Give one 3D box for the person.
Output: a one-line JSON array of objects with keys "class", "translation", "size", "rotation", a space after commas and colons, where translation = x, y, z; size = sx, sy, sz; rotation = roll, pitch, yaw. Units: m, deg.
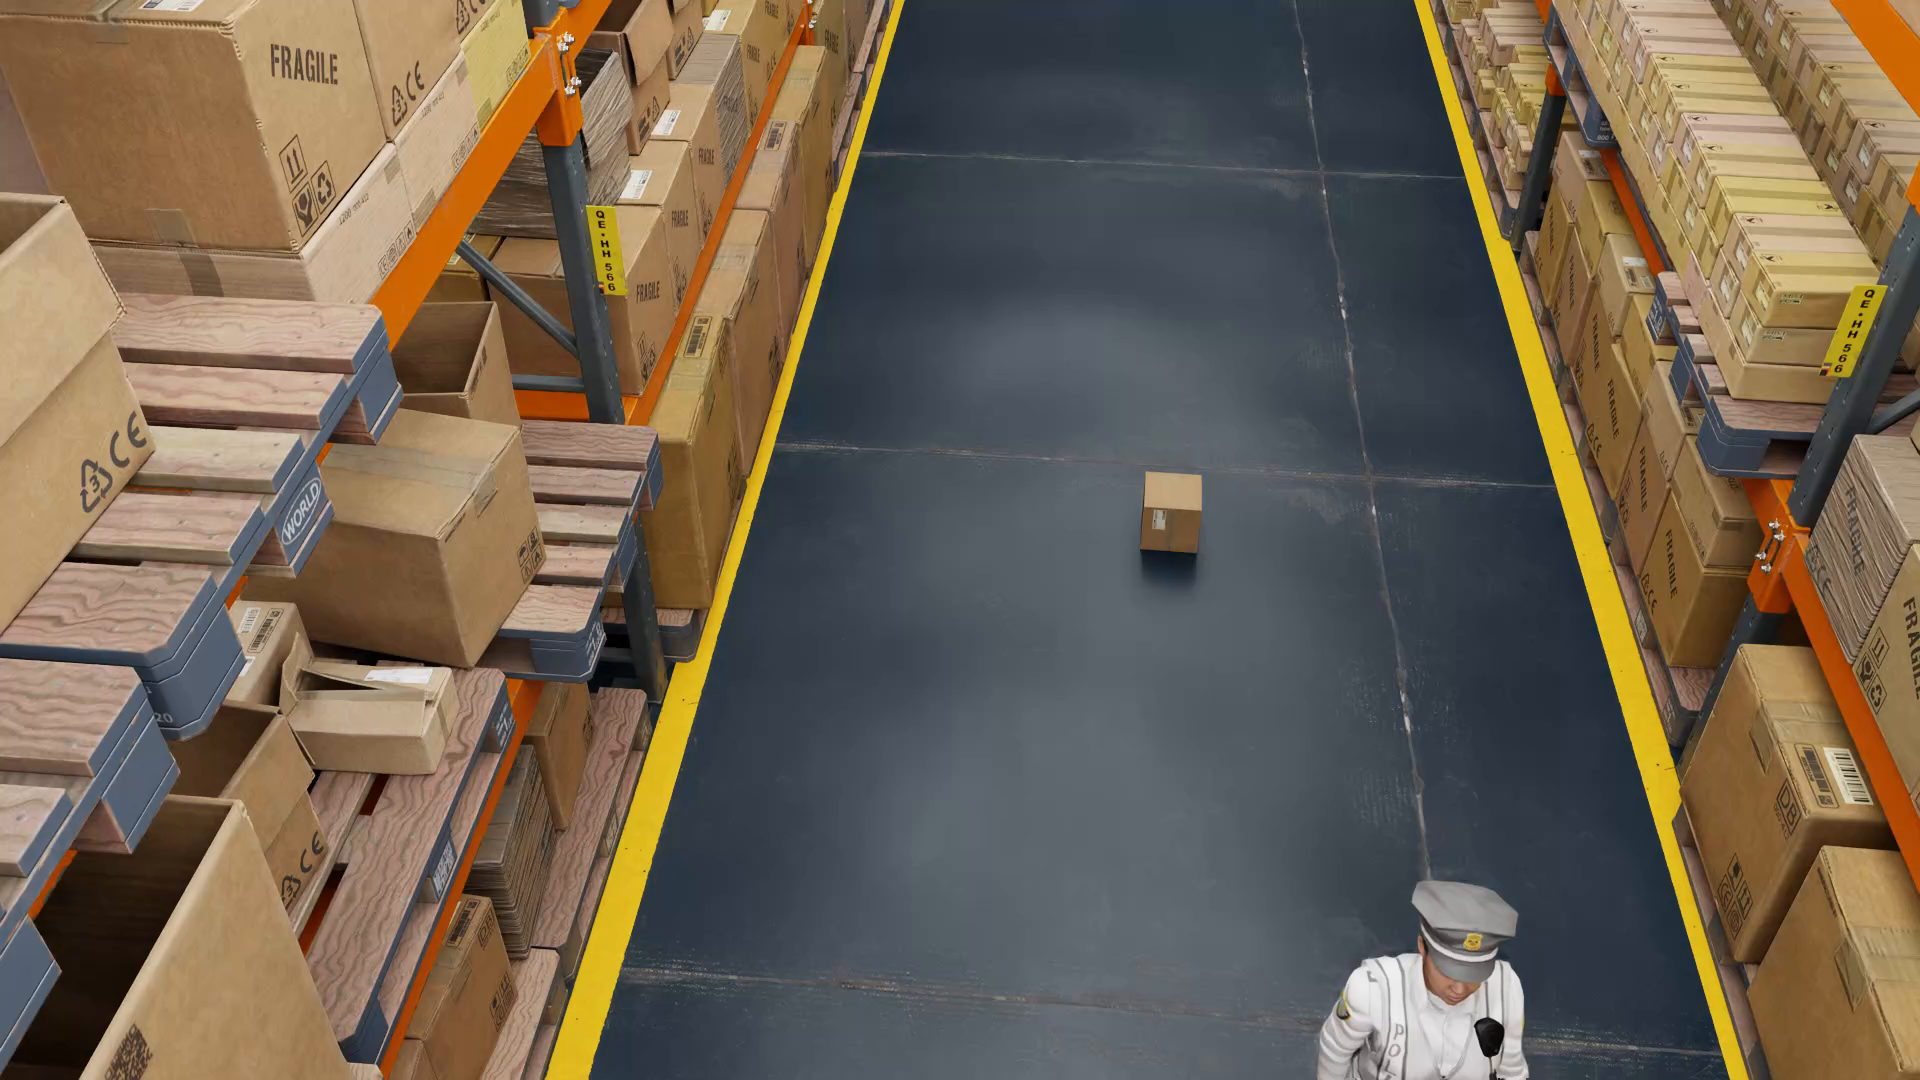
[{"class": "person", "translation": [1.198, 1.549, 4.300], "size": [0.496, 1.675, 0.849], "rotation": [-4, 40, -5]}]
